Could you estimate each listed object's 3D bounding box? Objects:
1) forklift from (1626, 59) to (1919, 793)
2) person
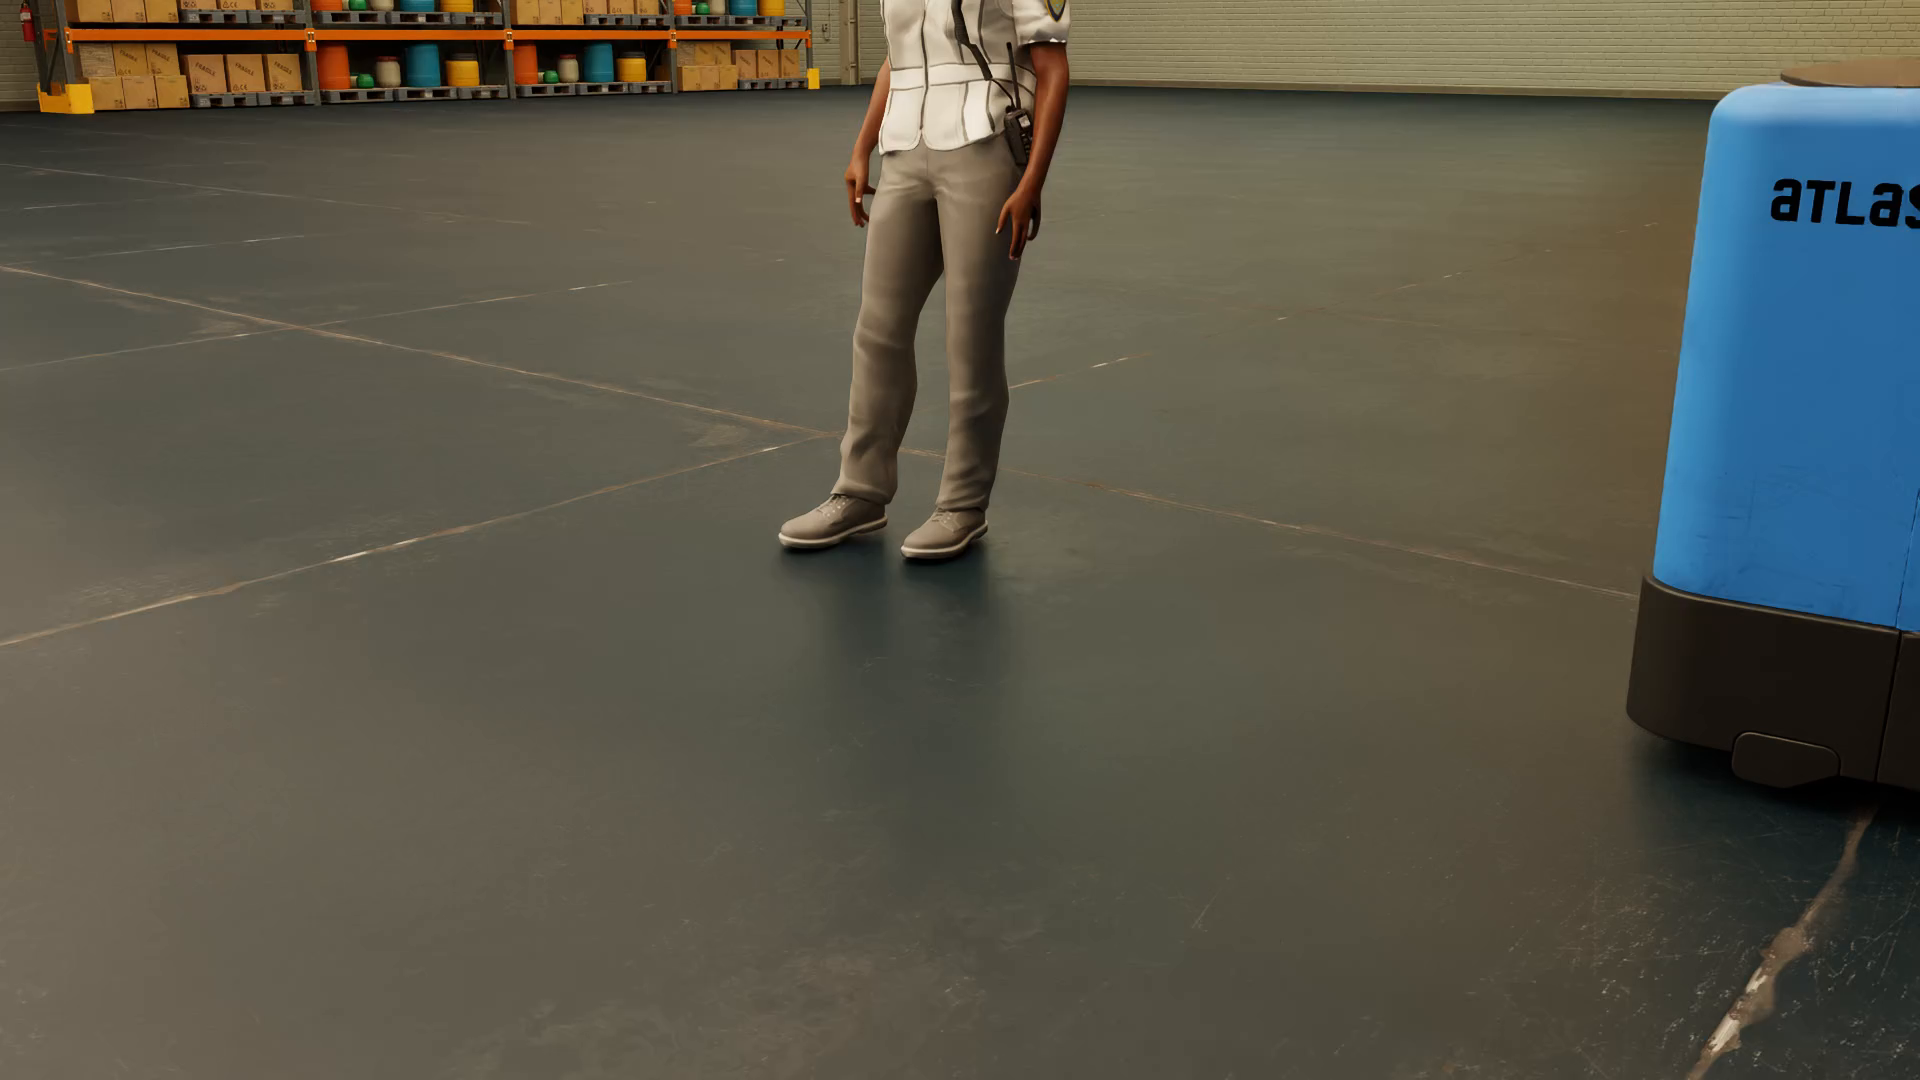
[{"bbox_3d":[2.606,-0.911,1.897,3.031,2.935,1.130,11,20,32],"label":"forklift"},{"bbox_3d":[-0.063,-0.805,3.650,0.570,1.695,0.530,13,21,37],"label":"person"}]
